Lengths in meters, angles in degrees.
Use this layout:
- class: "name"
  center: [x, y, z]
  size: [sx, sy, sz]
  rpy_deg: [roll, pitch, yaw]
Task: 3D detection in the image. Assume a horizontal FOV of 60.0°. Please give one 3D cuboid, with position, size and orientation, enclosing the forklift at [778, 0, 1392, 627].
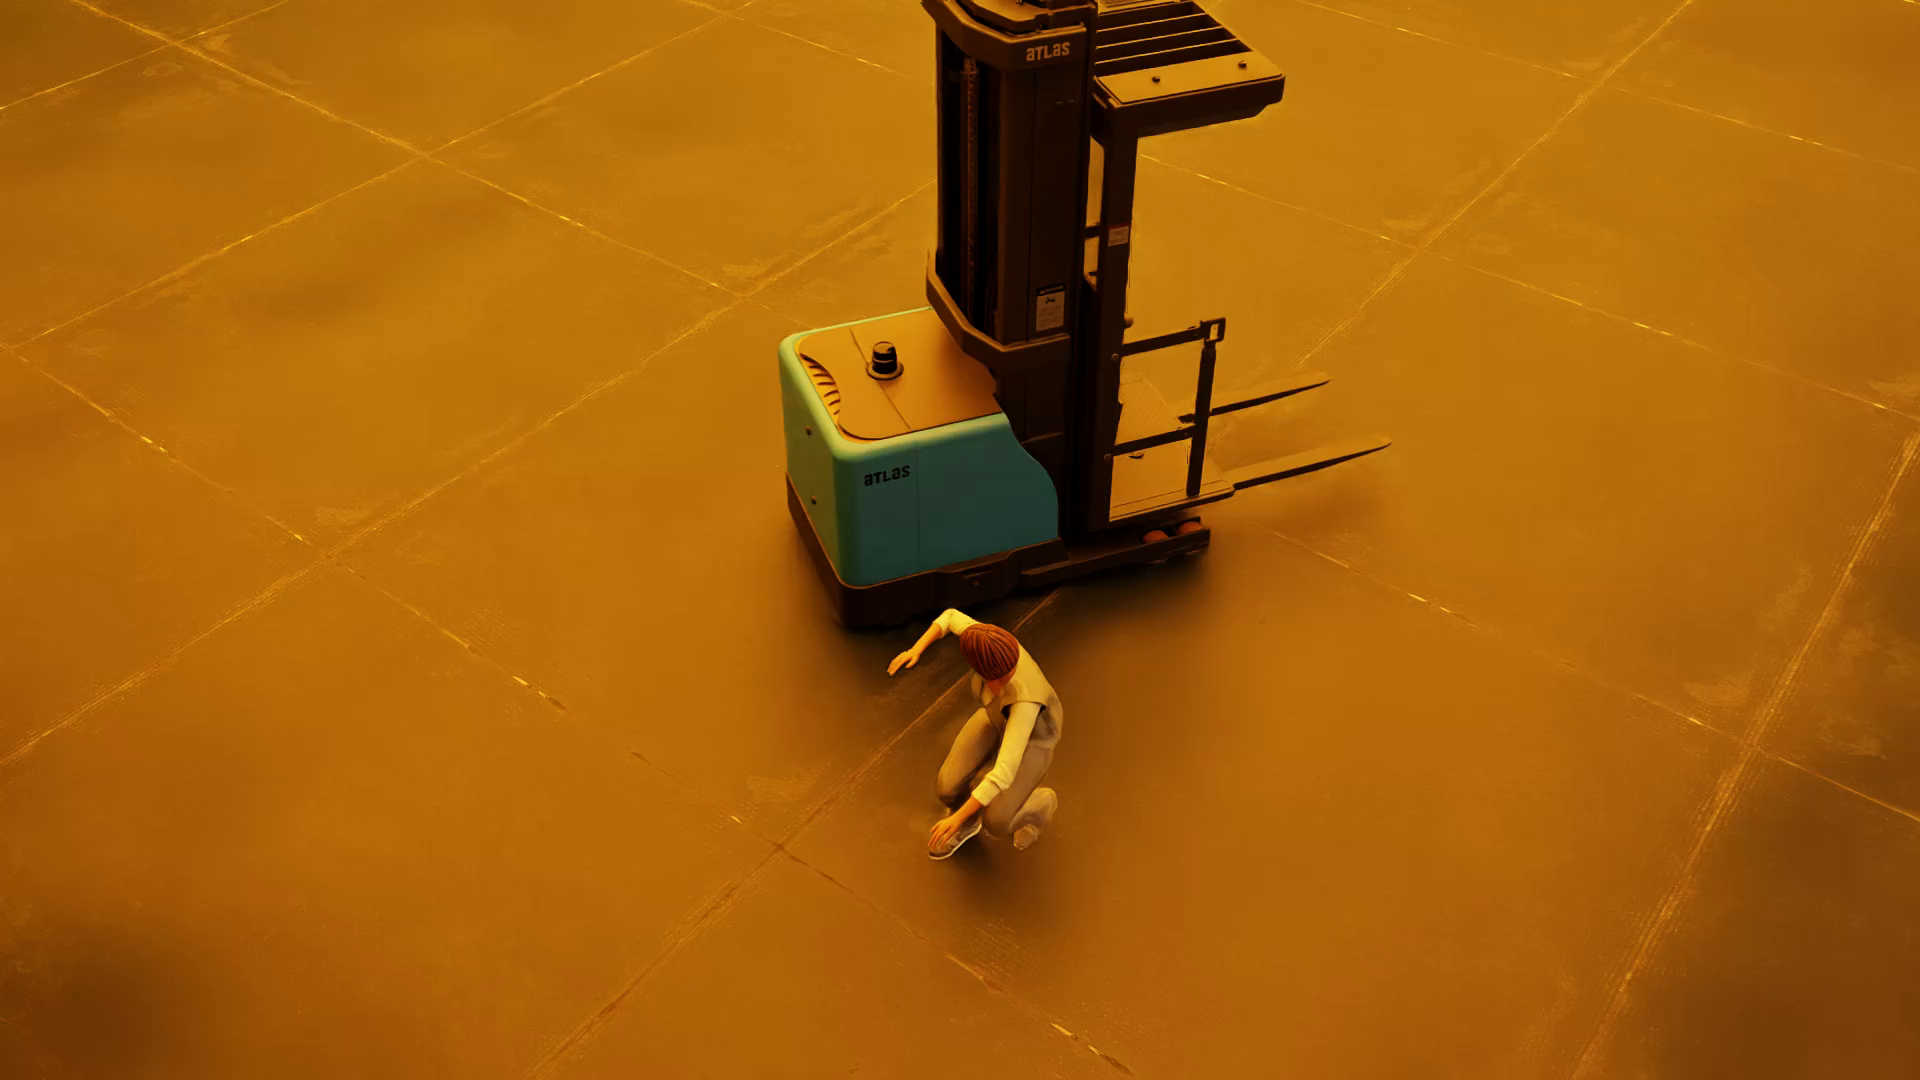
- class: "forklift"
  center: [0.701, -1.303, 7.603]
  size: [3.031, 2.935, 1.130]
  rpy_deg: [-14, 42, -16]

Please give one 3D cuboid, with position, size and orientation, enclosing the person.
- class: "person"
  center: [0.030, 0.810, 6.362]
  size: [0.680, 1.329, 0.881]
  rpy_deg: [32, 50, 32]
